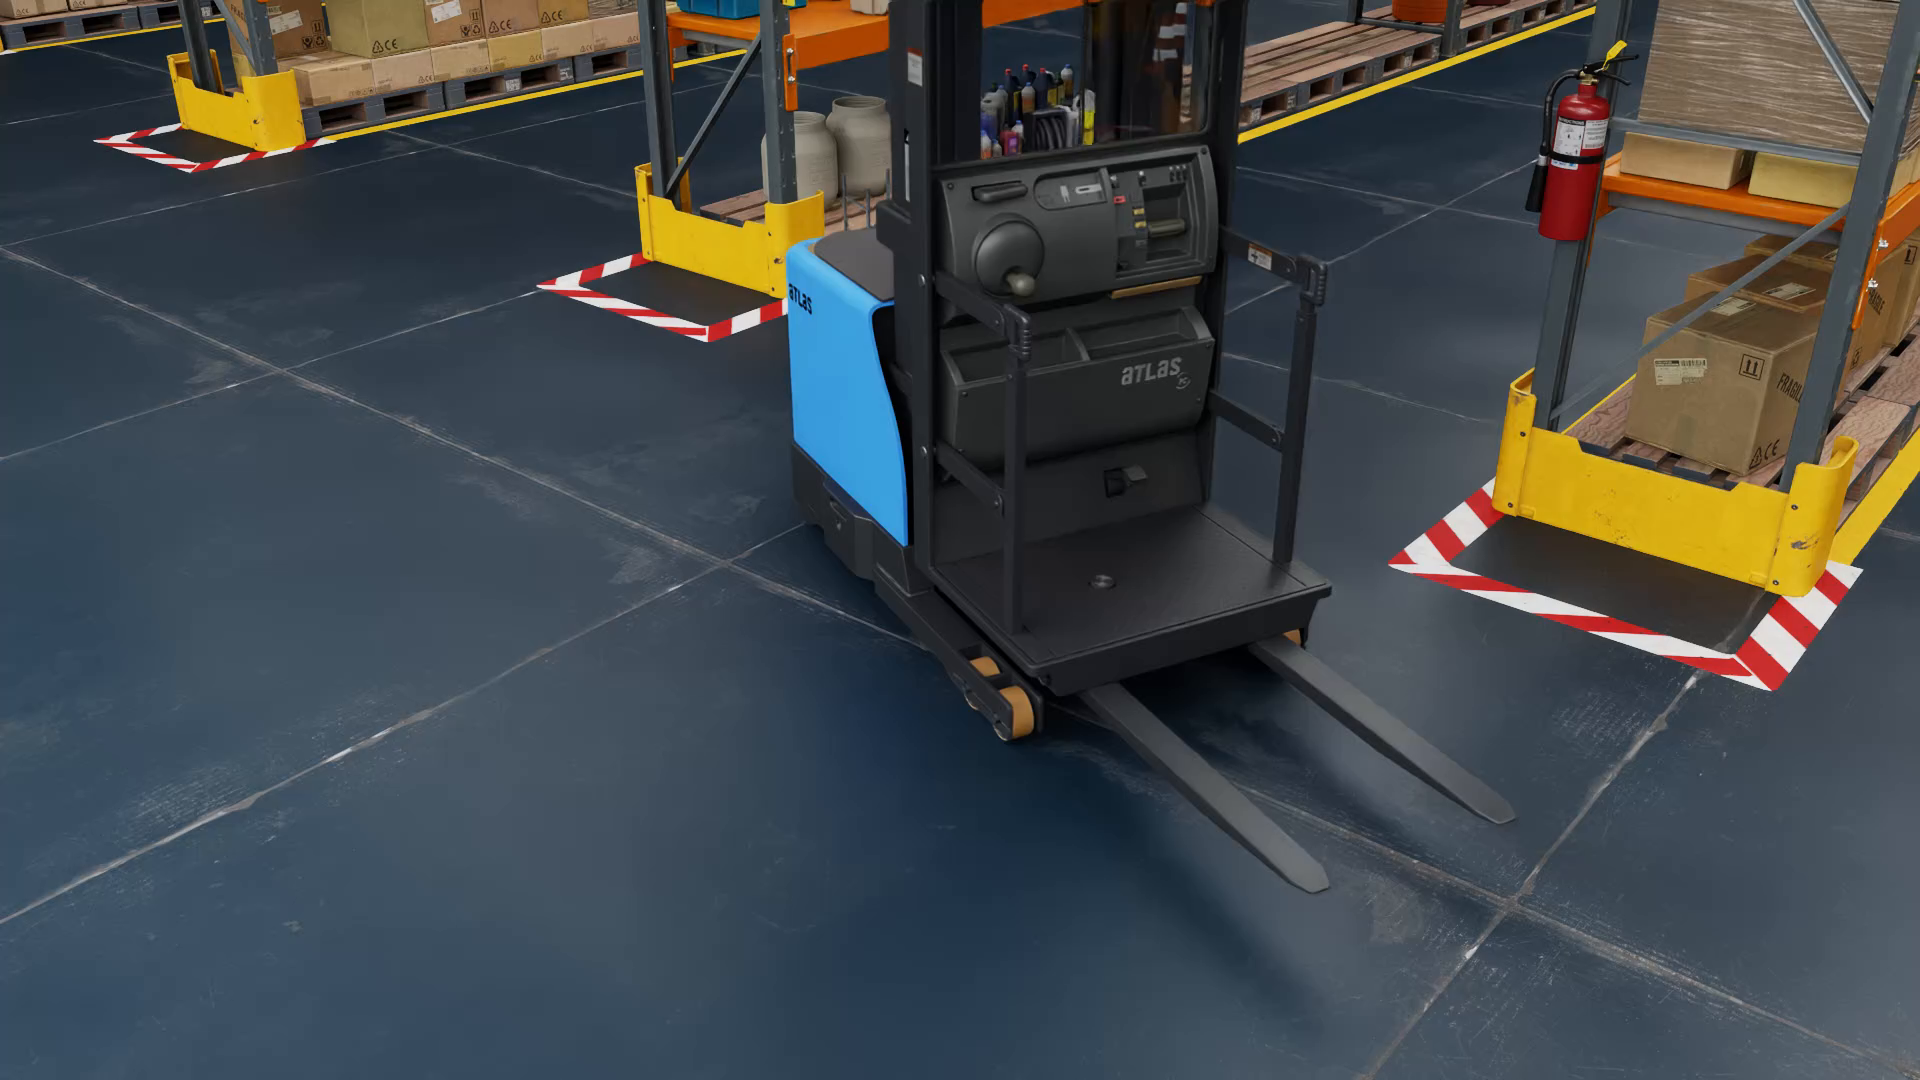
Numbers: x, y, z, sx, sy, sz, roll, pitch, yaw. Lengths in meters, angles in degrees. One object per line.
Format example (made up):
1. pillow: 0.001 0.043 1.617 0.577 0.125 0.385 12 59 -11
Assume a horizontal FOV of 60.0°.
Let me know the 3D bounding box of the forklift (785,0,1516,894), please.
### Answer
1. forklift: 0.474 -0.924 4.847 1.130 2.935 3.031 -13 30 -24

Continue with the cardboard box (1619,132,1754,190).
1. cardboard box: 2.587 -1.373 5.913 0.380 0.149 0.250 21 34 34

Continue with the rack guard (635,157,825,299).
1. rack guard: -1.245 -1.701 8.994 1.175 0.500 0.348 21 34 34

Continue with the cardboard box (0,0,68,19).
1. cardboard box: -8.392 -4.886 14.878 0.500 0.311 0.500 17 32 29

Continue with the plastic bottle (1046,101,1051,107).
1. plastic bottle: 0.584 -2.657 10.599 0.061 0.283 0.133 21 34 34

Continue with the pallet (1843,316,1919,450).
1. pallet: 3.934 -0.820 7.605 1.003 0.211 1.213 21 34 34

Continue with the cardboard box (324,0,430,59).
1. cardboard box: -4.247 -3.821 12.091 0.500 0.500 0.500 21 34 34

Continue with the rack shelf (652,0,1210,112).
1. rack shelf: 0.015 -3.160 9.877 1.077 0.370 4.000 21 34 34

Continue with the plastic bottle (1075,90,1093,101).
1. plastic bottle: 0.848 -2.828 10.938 0.152 0.276 0.135 21 34 34

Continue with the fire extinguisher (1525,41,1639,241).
1. fire extinguisher: 2.137 -1.383 5.743 0.296 0.674 0.183 21 34 34

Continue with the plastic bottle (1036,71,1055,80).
1. plastic bottle: 0.562 -3.067 11.400 0.152 0.276 0.135 22 35 36

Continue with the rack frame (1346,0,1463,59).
1. rack frame: 3.832 -5.607 13.824 1.000 3.000 0.127 21 34 34

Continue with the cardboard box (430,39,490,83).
1. cardboard box: -3.930 -3.666 12.606 0.500 0.250 0.500 21 34 34

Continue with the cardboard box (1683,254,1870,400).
1. cardboard box: 3.329 -0.838 6.868 0.500 0.500 0.500 -18 32 -31

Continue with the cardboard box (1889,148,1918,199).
1. cardboard box: 3.104 -1.326 5.822 0.380 0.149 0.250 21 34 34

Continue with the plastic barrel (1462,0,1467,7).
1. plastic barrel: 4.420 -5.093 15.082 0.421 0.512 0.421 0 27 0

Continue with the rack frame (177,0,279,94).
1. rack frame: -5.077 -4.220 11.142 1.000 3.000 0.127 21 34 34

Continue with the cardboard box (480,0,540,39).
1. cardboard box: -3.608 -4.174 12.773 0.500 0.500 0.500 21 34 34

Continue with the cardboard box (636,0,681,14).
1. cardboard box: -2.659 -4.375 13.978 0.500 0.250 0.500 21 34 34

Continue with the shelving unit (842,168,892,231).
1. shelving unit: -0.310 -0.830 6.548 0.189 1.200 0.258 -13 30 -24

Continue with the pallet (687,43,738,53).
1. pallet: -2.094 -4.672 15.051 1.003 0.211 1.213 21 34 34

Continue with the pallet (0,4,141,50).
1. pallet: -8.309 -4.732 15.168 1.003 0.211 1.213 21 34 34

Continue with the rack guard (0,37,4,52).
1. rack guard: -8.853 -4.583 14.565 1.175 0.500 0.348 21 34 34

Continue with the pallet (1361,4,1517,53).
1. pallet: 4.301 -4.660 15.029 1.003 0.211 1.213 21 34 34

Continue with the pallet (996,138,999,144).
1. pallet: 0.052 -2.290 10.447 1.003 0.211 1.213 21 34 34

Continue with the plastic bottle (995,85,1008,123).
1. plastic bottle: 0.269 -2.878 11.038 0.097 0.271 0.097 0 27 0

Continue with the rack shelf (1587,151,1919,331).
1. rack shelf: 3.837 -1.713 7.079 1.077 0.370 4.000 21 34 34

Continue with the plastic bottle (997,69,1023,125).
1. plastic bottle: 0.334 -2.976 11.142 0.144 0.351 0.185 19 33 32

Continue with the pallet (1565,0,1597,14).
1. pallet: 5.853 -5.525 16.701 1.003 0.211 1.213 21 34 34

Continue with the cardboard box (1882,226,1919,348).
1. cardboard box: 4.131 -1.239 7.644 0.500 0.500 0.500 17 32 30

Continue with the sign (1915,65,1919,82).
1. sign: 2.984 -1.549 5.038 0.100 0.325 0.005 21 34 34

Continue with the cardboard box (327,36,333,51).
1. cardboard box: -4.655 -3.642 12.561 0.500 0.250 0.500 21 34 34

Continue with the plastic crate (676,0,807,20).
1. plastic crate: -1.169 -2.970 8.887 0.499 0.251 0.616 21 34 34

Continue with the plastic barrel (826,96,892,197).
1. plastic barrel: -0.578 -2.286 9.654 0.421 0.512 0.421 0 27 0

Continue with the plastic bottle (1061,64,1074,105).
1. plastic bottle: 0.747 -3.188 11.638 0.097 0.271 0.097 0 27 0

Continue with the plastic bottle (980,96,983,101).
1. plastic bottle: 0.063 -2.825 10.851 0.144 0.351 0.185 20 34 34

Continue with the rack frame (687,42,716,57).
1. rack frame: -2.532 -5.638 13.884 1.000 3.000 0.127 21 34 34

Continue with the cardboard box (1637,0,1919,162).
1. cardboard box: 2.936 -1.687 5.813 0.875 0.500 0.500 21 34 34

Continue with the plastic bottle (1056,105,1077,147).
1. plastic bottle: 0.666 -2.623 10.541 0.152 0.276 0.135 21 34 35

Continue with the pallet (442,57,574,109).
1. pallet: -3.846 -3.695 13.163 1.003 0.211 1.213 21 34 34

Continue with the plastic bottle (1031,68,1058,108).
1. plastic bottle: 0.565 -3.001 11.190 0.144 0.351 0.185 21 34 34

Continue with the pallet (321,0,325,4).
1. pallet: -6.757 -5.597 16.840 1.003 0.211 1.213 21 34 34

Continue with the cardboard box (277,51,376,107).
1. cardboard box: -4.564 -3.310 11.919 0.500 0.250 0.500 21 34 34

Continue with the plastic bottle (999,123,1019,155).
1. plastic bottle: 0.295 -2.386 10.076 0.061 0.283 0.133 21 34 35

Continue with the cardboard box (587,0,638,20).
1. cardboard box: -2.986 -4.534 13.469 0.500 0.500 0.500 21 34 34

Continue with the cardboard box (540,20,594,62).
1. cardboard box: -3.291 -4.019 13.289 0.500 0.250 0.500 21 34 34

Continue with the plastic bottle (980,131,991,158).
1. plastic bottle: 0.137 -2.306 9.934 0.097 0.271 0.097 0 27 0

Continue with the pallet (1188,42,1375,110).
1. pallet: 2.533 -3.675 13.123 1.003 0.211 1.213 21 34 34

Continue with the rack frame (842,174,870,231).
1. rack frame: -0.391 -0.811 6.511 0.006 1.200 0.240 -13 30 -24
